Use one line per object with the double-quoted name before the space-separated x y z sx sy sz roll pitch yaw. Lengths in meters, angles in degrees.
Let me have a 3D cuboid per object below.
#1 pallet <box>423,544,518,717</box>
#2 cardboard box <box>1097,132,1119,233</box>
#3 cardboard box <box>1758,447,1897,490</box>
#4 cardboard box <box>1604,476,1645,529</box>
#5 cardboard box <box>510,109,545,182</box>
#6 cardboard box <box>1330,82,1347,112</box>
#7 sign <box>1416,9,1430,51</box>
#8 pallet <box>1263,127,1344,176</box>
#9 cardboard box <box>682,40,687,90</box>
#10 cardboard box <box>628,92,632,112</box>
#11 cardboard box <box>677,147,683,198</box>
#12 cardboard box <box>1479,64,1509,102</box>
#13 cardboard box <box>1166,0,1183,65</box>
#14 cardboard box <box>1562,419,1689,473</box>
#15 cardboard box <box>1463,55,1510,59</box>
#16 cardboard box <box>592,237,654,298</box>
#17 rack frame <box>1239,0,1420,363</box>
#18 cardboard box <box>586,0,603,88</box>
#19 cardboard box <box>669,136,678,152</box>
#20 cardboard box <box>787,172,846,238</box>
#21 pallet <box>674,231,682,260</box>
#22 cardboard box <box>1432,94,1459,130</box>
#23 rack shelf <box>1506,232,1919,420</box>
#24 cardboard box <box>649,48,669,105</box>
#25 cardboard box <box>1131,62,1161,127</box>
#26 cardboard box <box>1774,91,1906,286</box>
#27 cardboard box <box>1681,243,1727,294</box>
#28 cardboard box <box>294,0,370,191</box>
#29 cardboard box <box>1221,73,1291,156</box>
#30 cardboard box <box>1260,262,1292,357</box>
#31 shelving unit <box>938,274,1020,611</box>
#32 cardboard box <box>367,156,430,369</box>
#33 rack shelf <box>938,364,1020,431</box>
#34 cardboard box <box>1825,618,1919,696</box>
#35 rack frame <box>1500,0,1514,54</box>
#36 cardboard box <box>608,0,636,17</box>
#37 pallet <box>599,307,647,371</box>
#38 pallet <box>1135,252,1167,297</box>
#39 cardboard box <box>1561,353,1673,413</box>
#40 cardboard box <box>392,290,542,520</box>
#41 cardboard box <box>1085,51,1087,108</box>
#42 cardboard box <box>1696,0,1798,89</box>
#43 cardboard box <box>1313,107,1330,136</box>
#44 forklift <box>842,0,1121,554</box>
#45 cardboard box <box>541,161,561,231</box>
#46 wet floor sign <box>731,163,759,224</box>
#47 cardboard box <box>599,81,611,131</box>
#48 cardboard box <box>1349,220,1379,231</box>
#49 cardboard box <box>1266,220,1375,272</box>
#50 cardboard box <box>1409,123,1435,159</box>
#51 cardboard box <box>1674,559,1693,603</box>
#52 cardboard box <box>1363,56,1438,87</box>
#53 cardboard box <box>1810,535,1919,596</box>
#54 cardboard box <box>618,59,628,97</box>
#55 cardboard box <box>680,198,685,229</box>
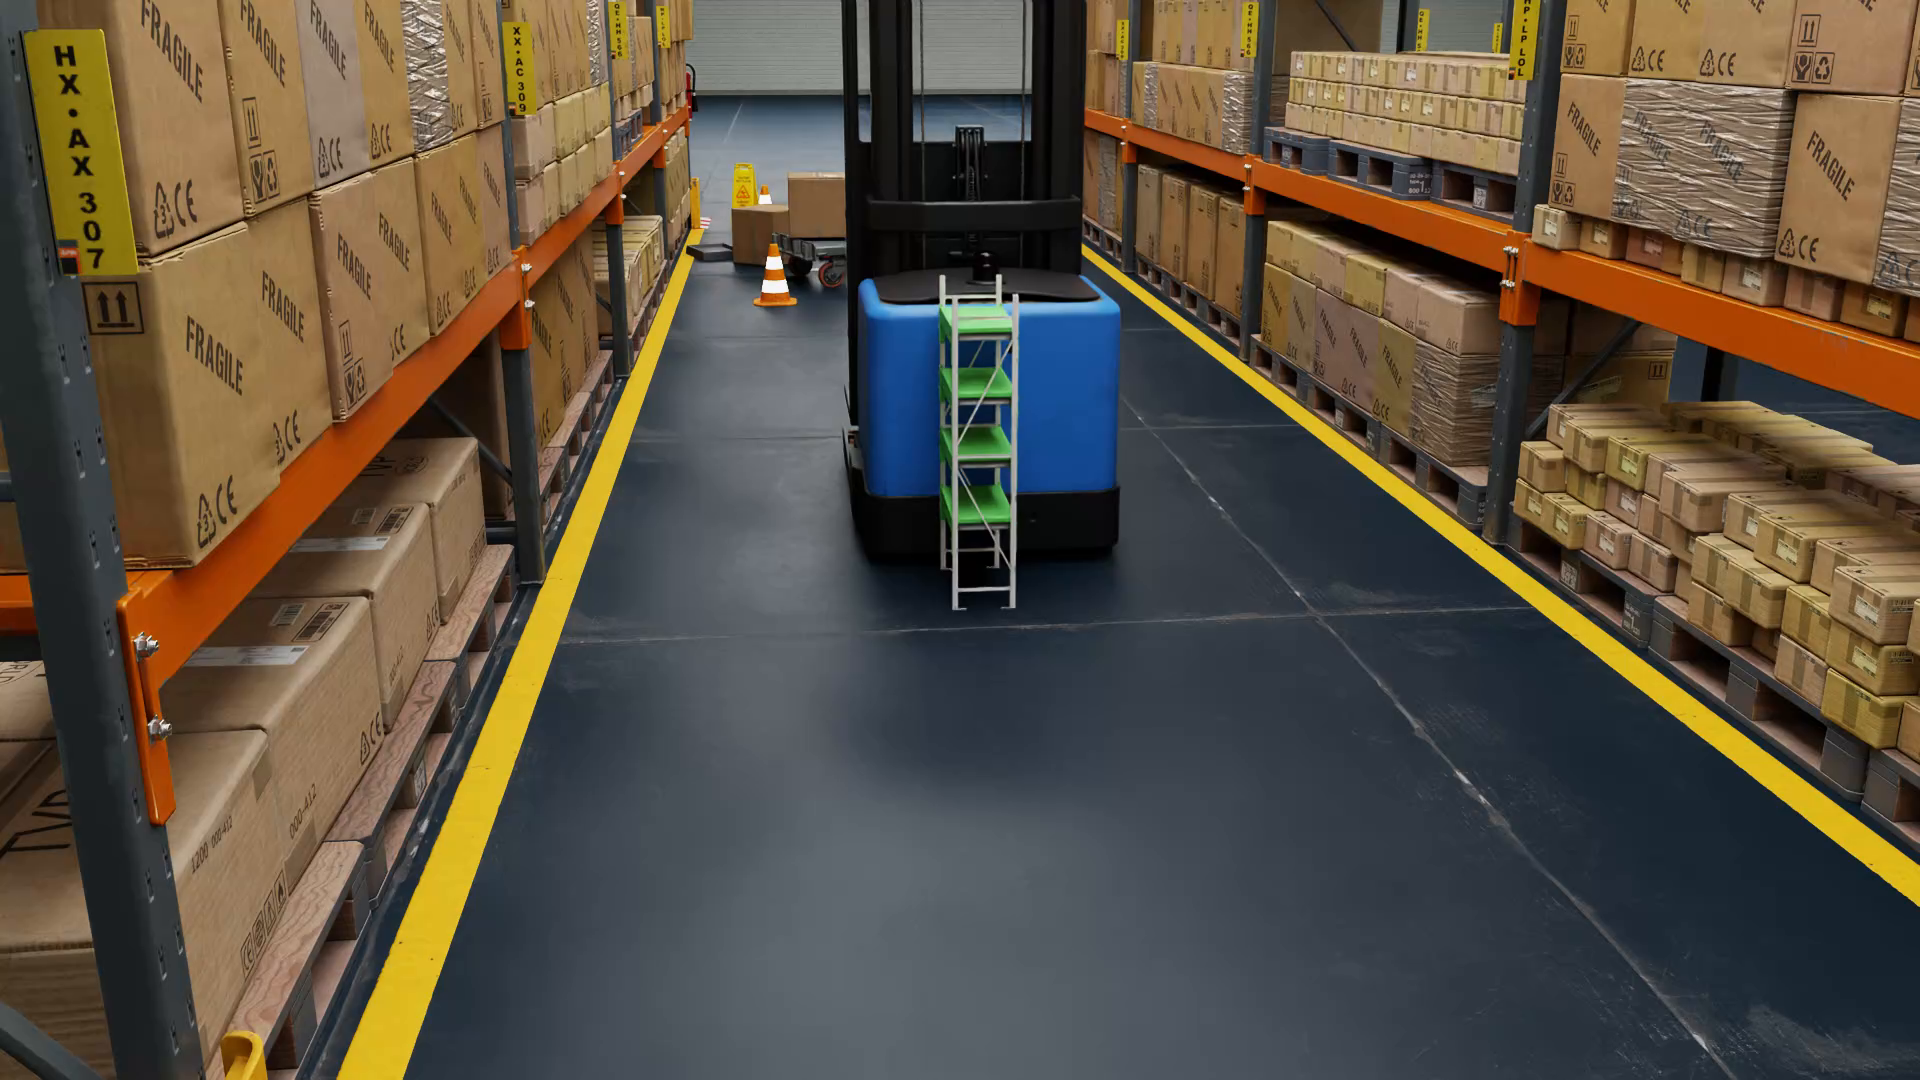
"pallet" -2.156 0.311 5.835 1.003 0.211 1.213 -2 18 -6
"cardboard box" 1.840 -3.460 16.035 0.875 0.875 0.875 -2 18 -5
"cardboard box" 3.100 -0.229 5.964 0.380 0.149 0.250 -1 17 -4
"cardboard box" 2.652 -0.152 6.214 0.380 0.149 0.250 -2 18 -6
"cardboard box" -1.921 -1.555 6.539 0.500 0.250 0.500 -2 18 -7
"cardboard box" 2.281 -2.460 9.228 0.380 0.149 0.250 -2 18 -5
"sign" 2.883 -3.158 10.426 0.100 0.325 0.005 -2 18 -6
"pallet" 2.524 -2.323 9.888 1.213 0.211 1.003 -2 18 -6
"cardboard box" -3.064 -4.860 16.987 0.500 0.500 0.500 -2 18 -7
"cardboard box" -2.536 -3.106 11.782 0.380 0.149 0.250 -1 17 -4
"cardboard box" -2.950 -3.533 16.062 0.500 0.500 0.500 -2 18 -7
"cardboard box" 2.493 -1.990 7.232 0.380 0.149 0.250 -2 18 -7
"cardboard box" 2.044 -4.039 13.198 0.700 0.500 0.500 -2 18 -7
"cardboard box" 2.556 -0.363 6.390 0.380 0.149 0.250 -1 17 -3
"cardboard box" 2.952 -2.551 9.021 0.380 0.149 0.250 -2 18 -6
"cardboard box" -2.774 -2.001 12.230 0.950 0.372 0.625 -1 17 -4
"rack frame" 2.344 -2.623 10.525 1.000 3.000 0.127 -2 18 -6
"cardboard box" -2.194 -2.667 8.827 0.500 0.500 0.500 -1 17 -5
"cardboard box" -2.813 -3.644 15.332 0.380 0.149 0.250 -1 17 -2
"cardboard box" -1.214 -2.865 14.203 0.500 0.500 0.500 -2 18 -6
"pallet" -3.215 -2.865 15.950 1.003 0.211 1.213 -2 18 -6
"cardboard box" 2.436 -2.000 7.762 0.380 0.149 0.250 -2 18 -7
"rack shelf" 2.963 -0.493 4.939 1.077 0.370 4.000 -2 18 -6
"cardboard box" -2.750 -3.961 14.124 0.500 0.500 0.500 -2 18 -6
"cardboard box" 1.718 -3.698 13.781 0.500 0.500 0.500 -2 17 -5
"cardboard box" 2.716 -1.009 4.719 0.500 0.500 0.500 -1 17 -3
"cardboard box" 2.624 -0.906 5.476 0.380 0.149 0.250 -1 17 -5
"cardboard box" -1.631 -1.040 3.646 0.500 0.500 0.500 -2 18 -6
"cardboard box" 2.031 -2.797 10.911 0.500 0.500 0.500 -2 18 -6
"cardboard box" 2.163 -1.412 10.140 0.500 0.500 0.500 -3 18 -8
"shelving unit" 0.066 -0.380 6.383 0.258 1.200 0.503 -2 18 -6
"cardboard box" -1.691 -0.707 4.255 0.500 0.500 0.500 -1 17 -4
"rack shelf" 0.066 -0.548 6.331 0.258 0.148 0.480 -2 18 -6
"cardboard box" 2.709 0.321 4.709 0.380 0.149 0.250 -2 17 -5
"rack frame" 6.463 -5.130 18.509 1.000 3.000 0.127 -2 18 -6
"cardboard box" -2.574 -3.915 12.192 0.380 0.149 0.250 -3 18 -8
"pallet" -2.648 -1.343 11.102 1.003 0.211 1.213 -2 18 -6
"pallet" 2.086 -2.257 14.014 1.003 0.211 1.213 -2 18 -6
"cardboard box" 2.944 -0.668 7.768 0.500 0.500 0.500 -1 17 -3
"cardboard box" -2.300 -0.617 6.982 0.875 0.875 0.875 -1 17 -4
"cardboard box" 1.614 -4.635 16.684 0.875 0.550 0.550 -2 18 -6
"cardboard box" 2.651 -1.651 5.096 0.500 0.500 0.500 -1 17 -5
"cardboard box" 2.245 -2.404 9.545 0.380 0.149 0.250 -1 17 -3
"forklift" -0.007 -1.737 7.818 1.130 2.935 3.031 -2 18 -6
"cardboard box" -1.994 -1.470 7.103 0.500 0.250 0.500 -2 18 -7
"wet floor sign" -2.350 -3.790 18.173 0.267 0.644 0.232 4 18 13
"cardboard box" -2.266 -2.471 9.455 0.500 0.250 0.500 -2 18 -6
"cardboard box" 2.675 -1.793 10.101 0.500 0.250 0.500 -2 18 -7
"cardboard box" 2.174 -1.776 10.046 0.500 0.250 0.500 -3 18 -8
"cardboard box" 2.408 -1.933 8.046 0.380 0.149 0.250 -3 18 -8
"cardboard box" 2.718 0.152 5.745 0.380 0.149 0.250 -3 18 -8
"cardboard box" 2.336 -2.452 8.706 0.380 0.149 0.250 -1 17 -4
"cardboard box" 2.777 0.097 4.926 0.380 0.149 0.250 -2 18 -7
"cardboard box" -2.446 -3.127 10.764 0.500 0.500 0.500 -1 17 -3
"cardboard box" -2.938 -3.169 16.154 0.500 0.250 0.500 -2 18 -8
